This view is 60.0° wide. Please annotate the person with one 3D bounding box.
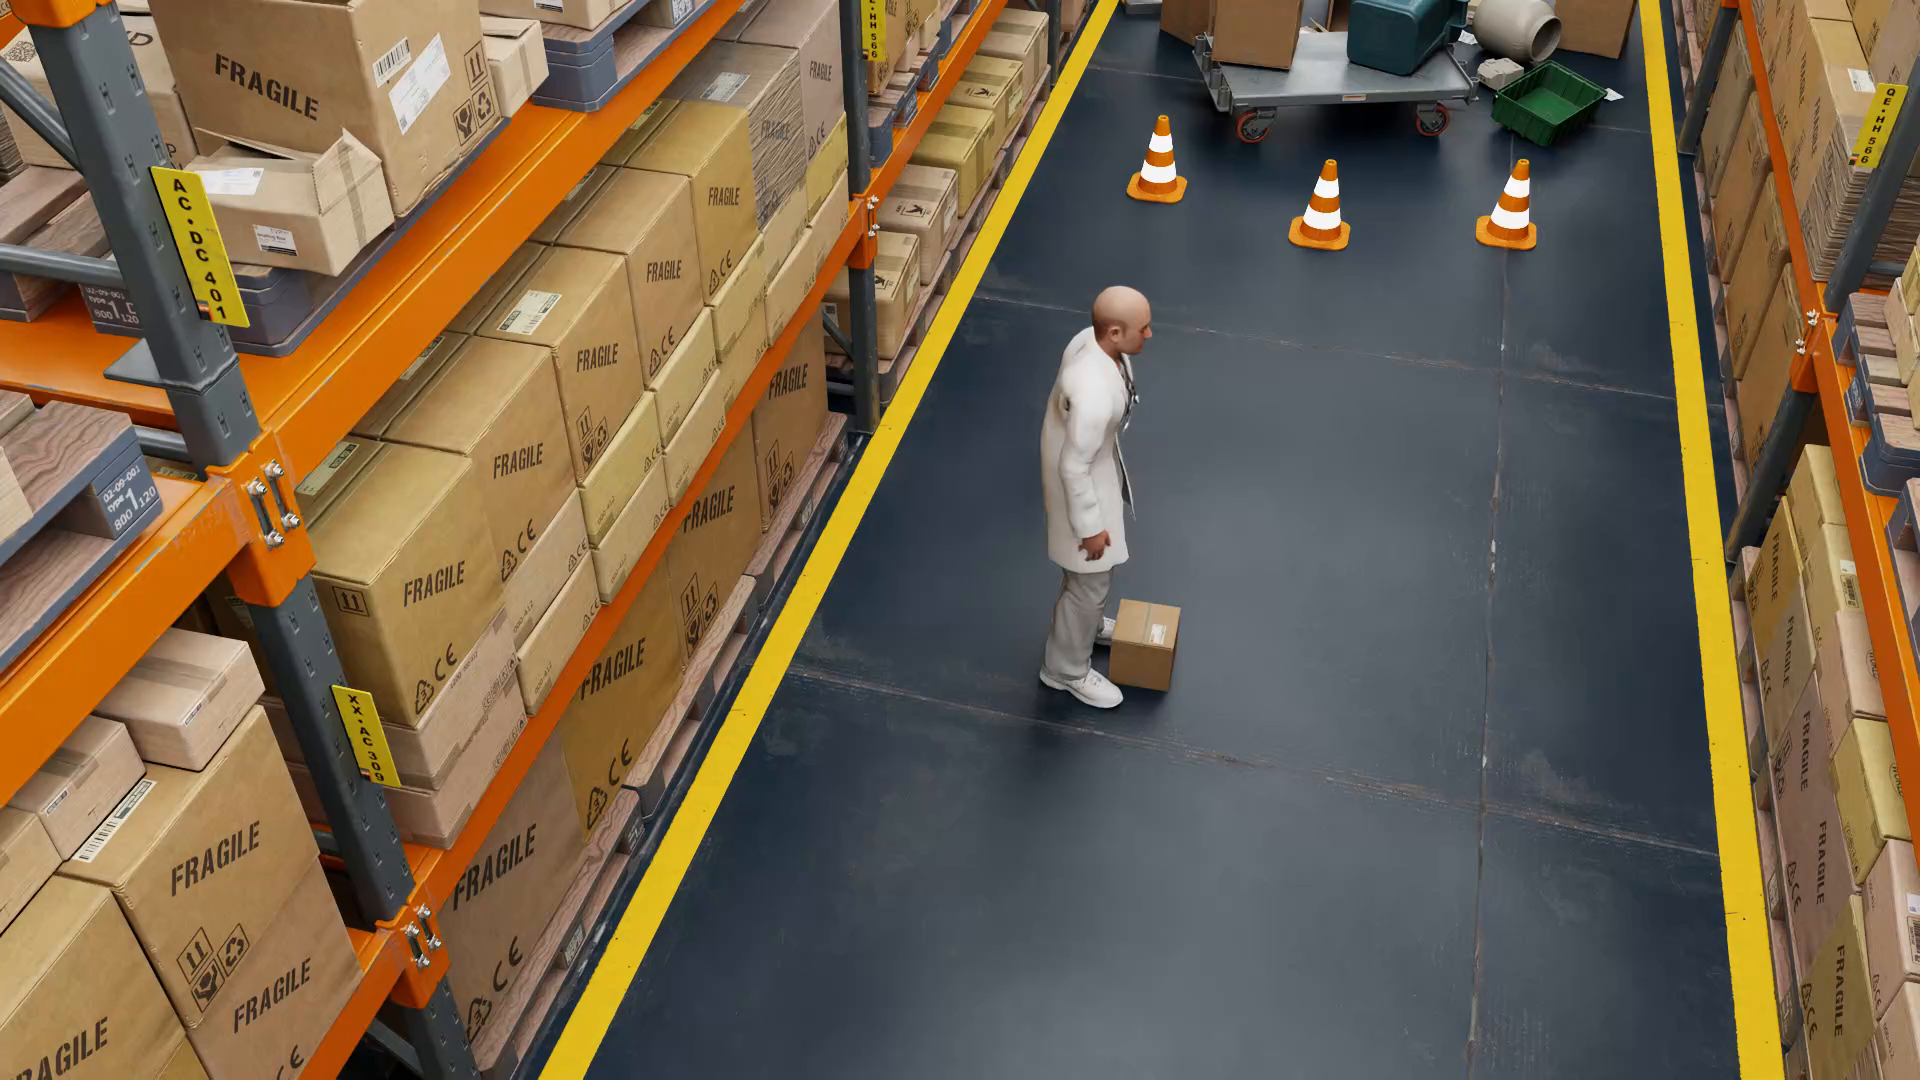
[{"bbox_3d":[0.518,-0.196,6.400,0.429,1.773,0.649,7,41,9],"label":"person"}]
